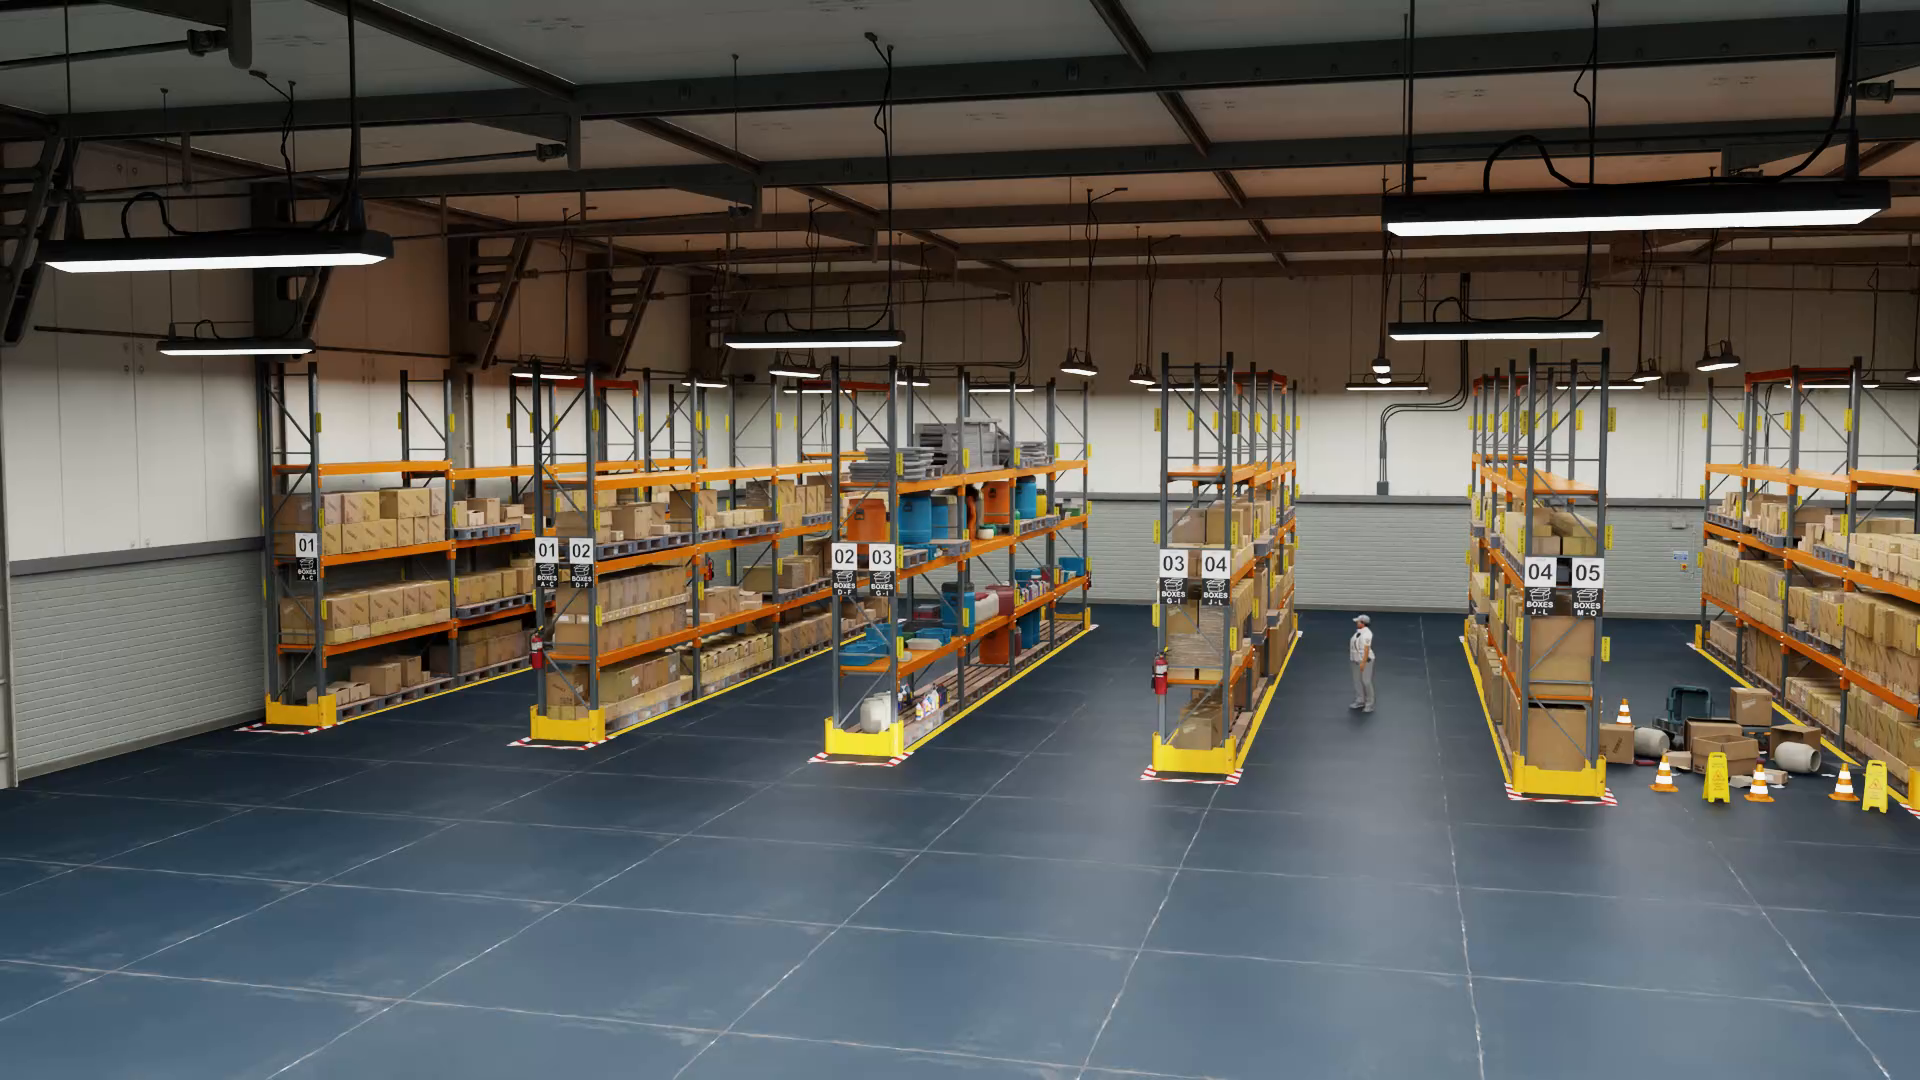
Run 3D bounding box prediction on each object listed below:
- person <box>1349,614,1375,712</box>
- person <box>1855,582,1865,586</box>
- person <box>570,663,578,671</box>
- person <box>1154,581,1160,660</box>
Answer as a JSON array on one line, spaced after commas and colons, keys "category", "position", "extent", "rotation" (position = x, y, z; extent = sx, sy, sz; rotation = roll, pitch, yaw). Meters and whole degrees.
[{"category": "person", "position": [7.020, 2.146, 29.041], "extent": [0.430, 1.698, 0.525], "rotation": [-2, 4, -22]}, {"category": "person", "position": [19.118, 1.701, 35.324], "extent": [0.542, 1.619, 0.953], "rotation": [-2, 4, -22]}, {"category": "person", "position": [-6.955, 2.082, 30.194], "extent": [0.469, 1.733, 0.616], "rotation": [-1, 4, -20]}, {"category": "person", "position": [4.308, 1.642, 35.100], "extent": [0.387, 1.775, 0.655], "rotation": [1, 4, 14]}]
